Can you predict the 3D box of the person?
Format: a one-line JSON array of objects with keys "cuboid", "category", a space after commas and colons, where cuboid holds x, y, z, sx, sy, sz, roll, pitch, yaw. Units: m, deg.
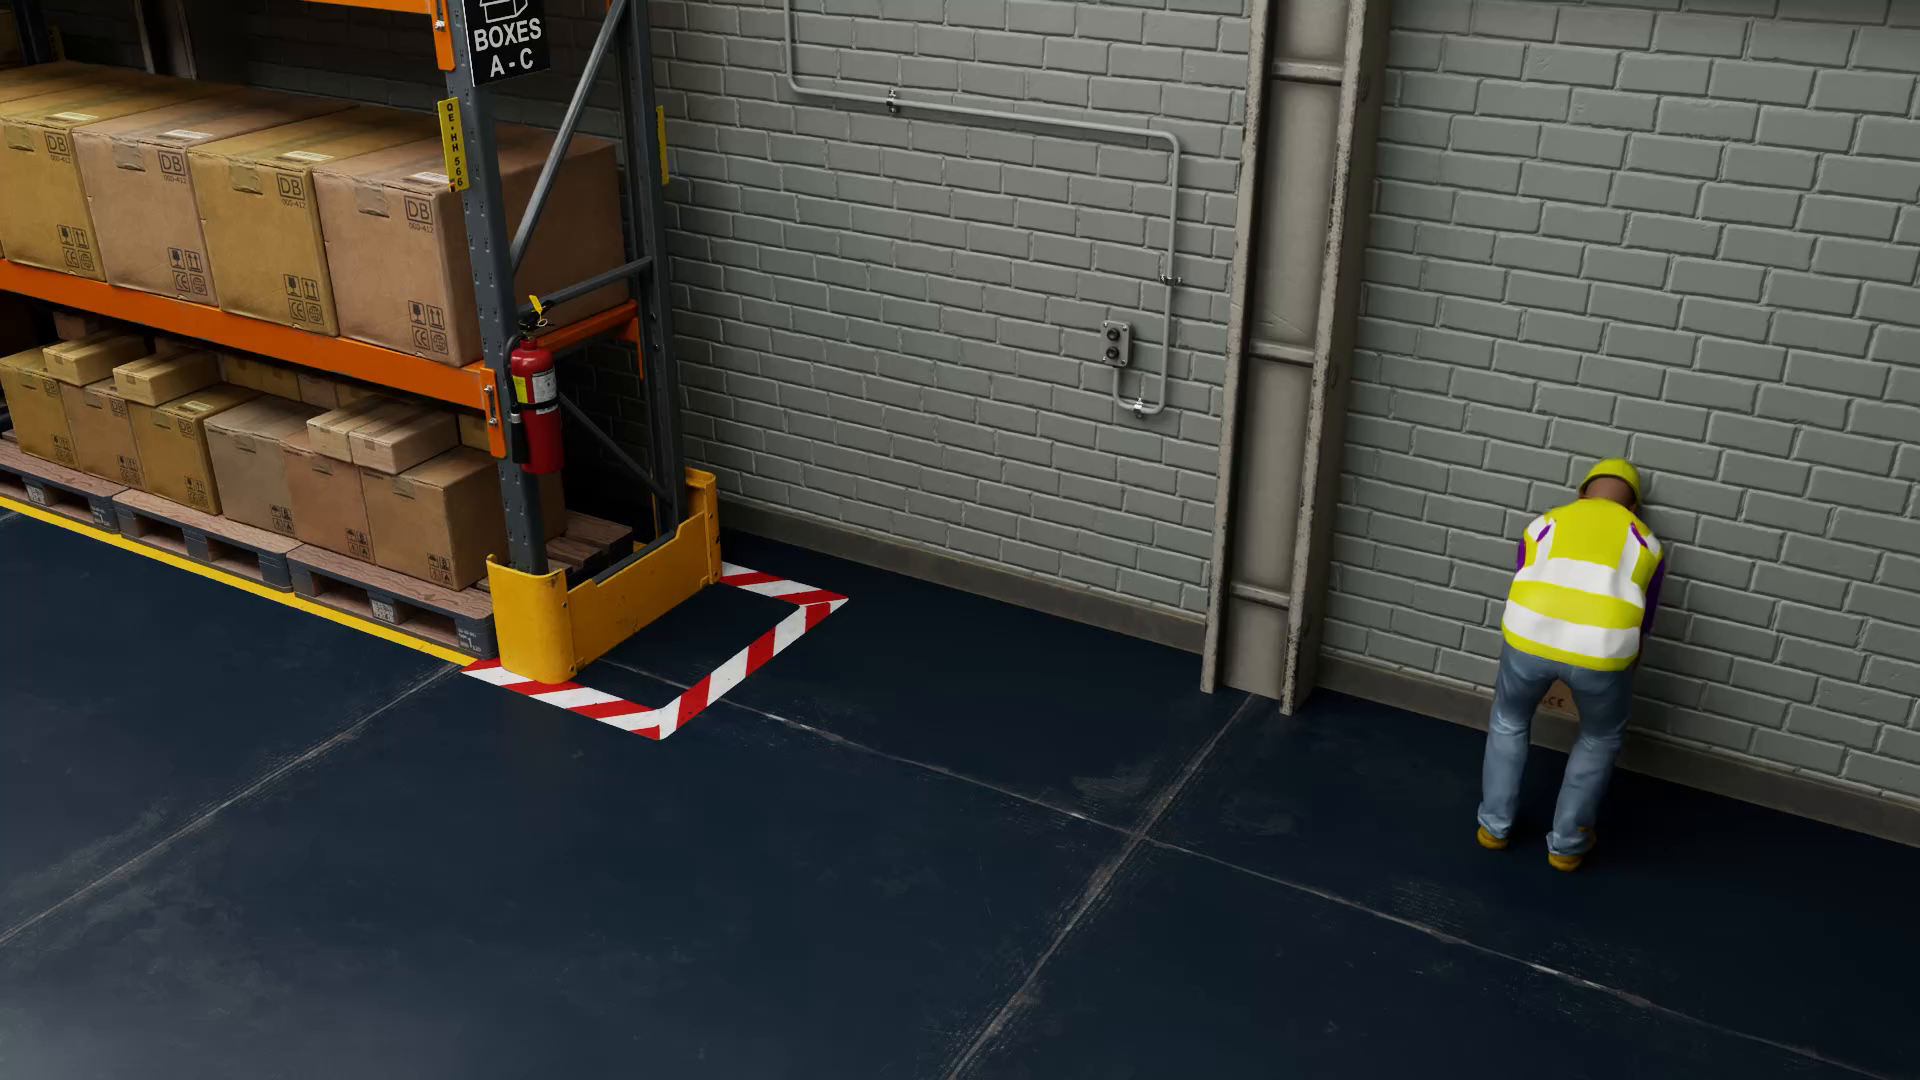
[{"cuboid": [2.126, 0.348, 5.772, 0.475, 1.420, 0.886, 13, 29, 25], "category": "person"}]
